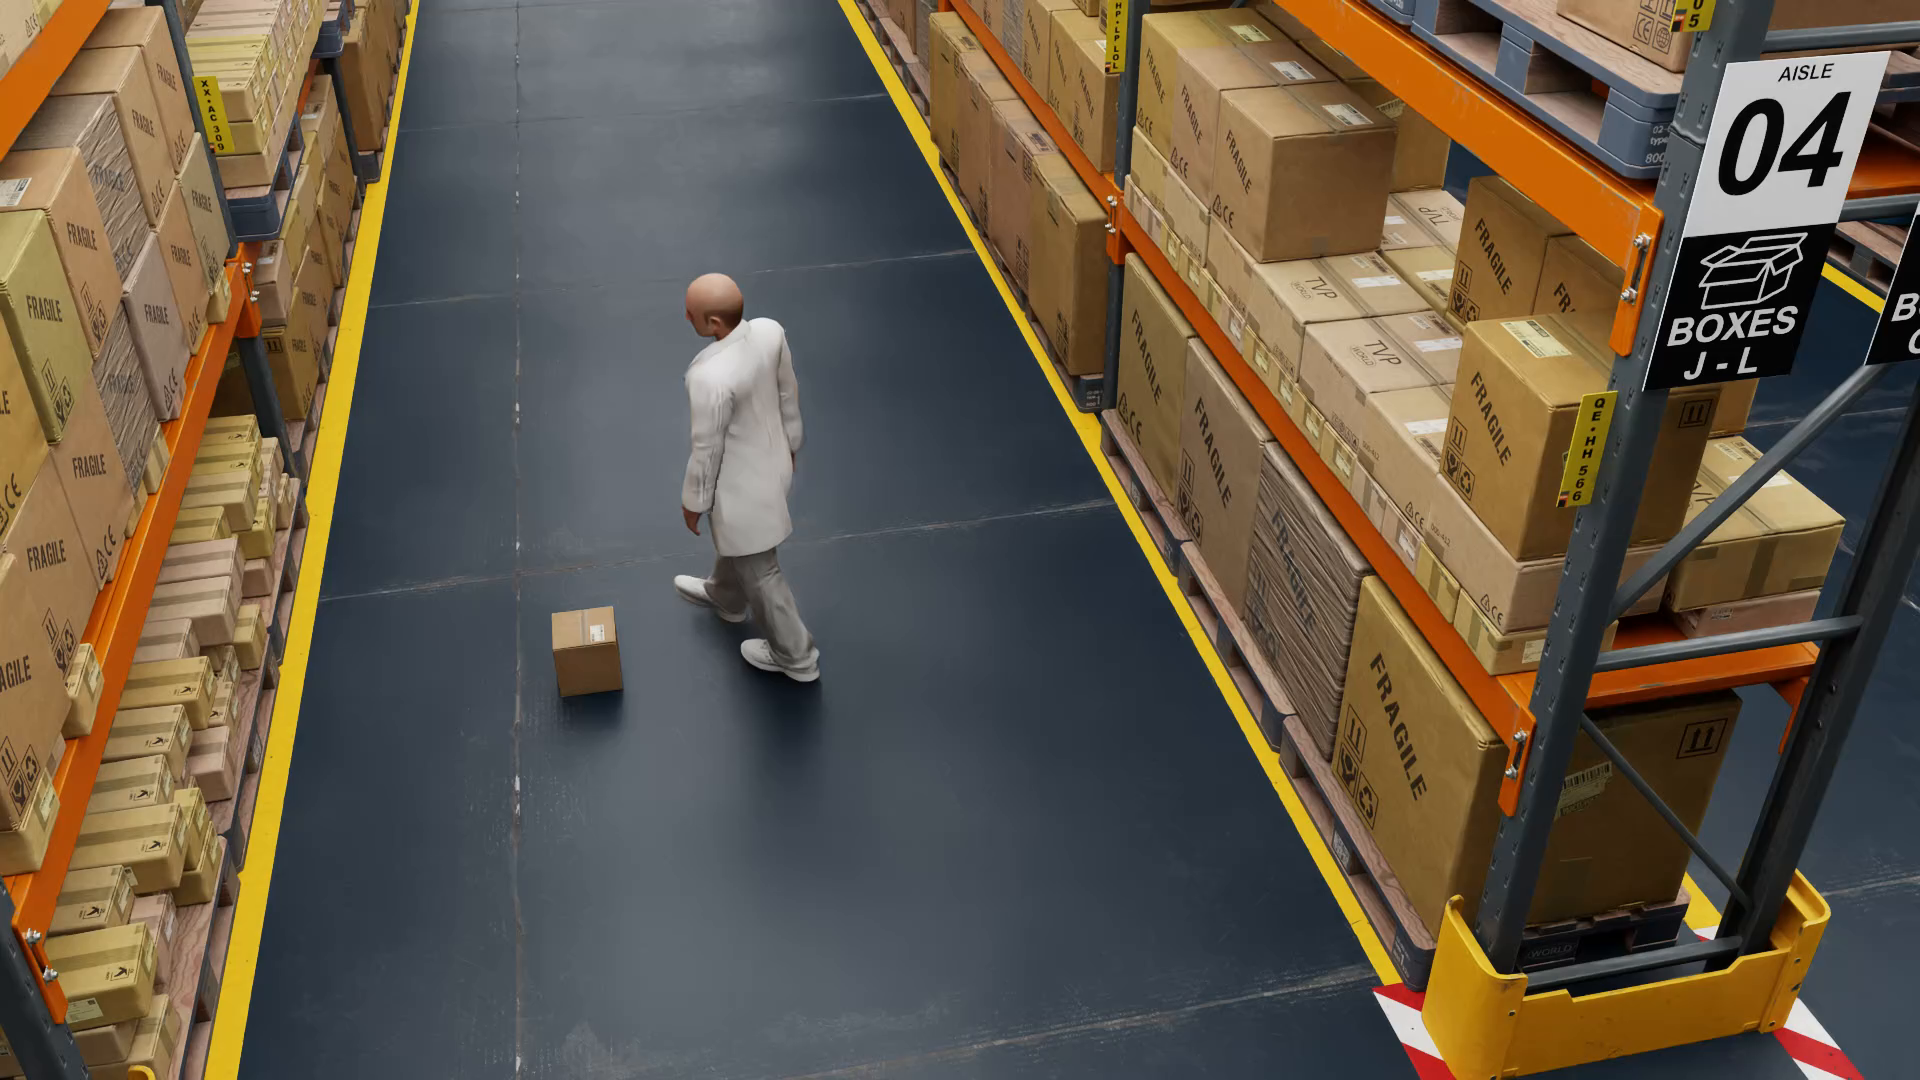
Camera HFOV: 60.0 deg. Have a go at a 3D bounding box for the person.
[{"bbox_3d":[-0.941,-0.277,6.538,0.831,1.756,0.617,13,36,19],"label":"person"}]
